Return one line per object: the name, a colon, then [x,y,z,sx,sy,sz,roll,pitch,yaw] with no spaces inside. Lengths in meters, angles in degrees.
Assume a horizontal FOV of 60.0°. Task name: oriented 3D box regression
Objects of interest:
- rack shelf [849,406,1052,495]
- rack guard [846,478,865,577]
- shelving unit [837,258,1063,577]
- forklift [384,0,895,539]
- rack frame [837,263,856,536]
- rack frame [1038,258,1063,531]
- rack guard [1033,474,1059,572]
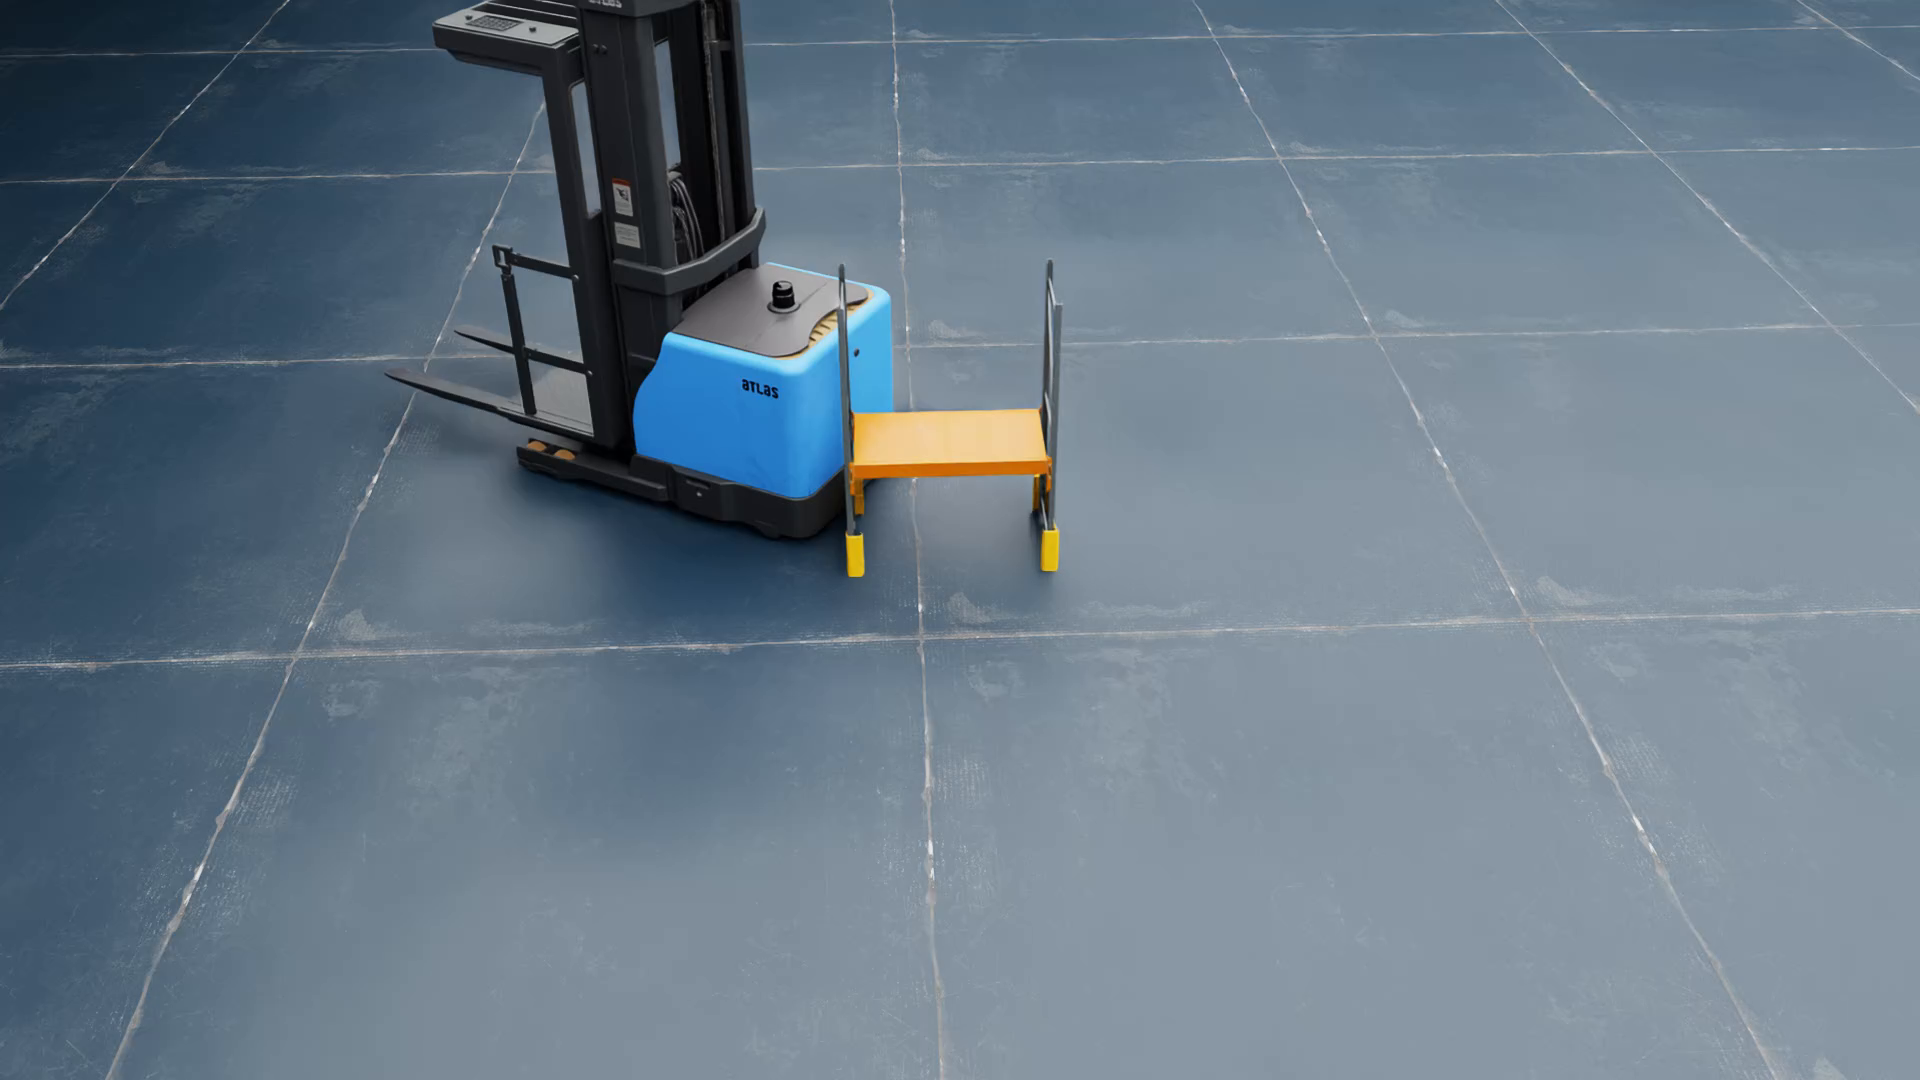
rack shelf: [-0.058,-0.458,8.446,1.000,0.185,0.538,-2,35,-2]
rack guard: [-0.546,-0.079,8.681,0.087,0.250,0.587,-2,35,-2]
shelving unit: [-0.049,-0.606,8.344,1.083,1.500,0.587,-2,35,-2]
forklift: [-1.905,-1.790,8.797,3.031,2.935,1.130,16,38,22]
rack frame: [-0.566,-0.592,8.324,0.032,1.500,0.500,-2,35,-2]
rack frame: [0.450,-0.620,8.364,0.032,1.500,0.500,-2,35,-2]
rack guard: [0.449,-0.106,8.719,0.087,0.250,0.587,-2,35,-2]
